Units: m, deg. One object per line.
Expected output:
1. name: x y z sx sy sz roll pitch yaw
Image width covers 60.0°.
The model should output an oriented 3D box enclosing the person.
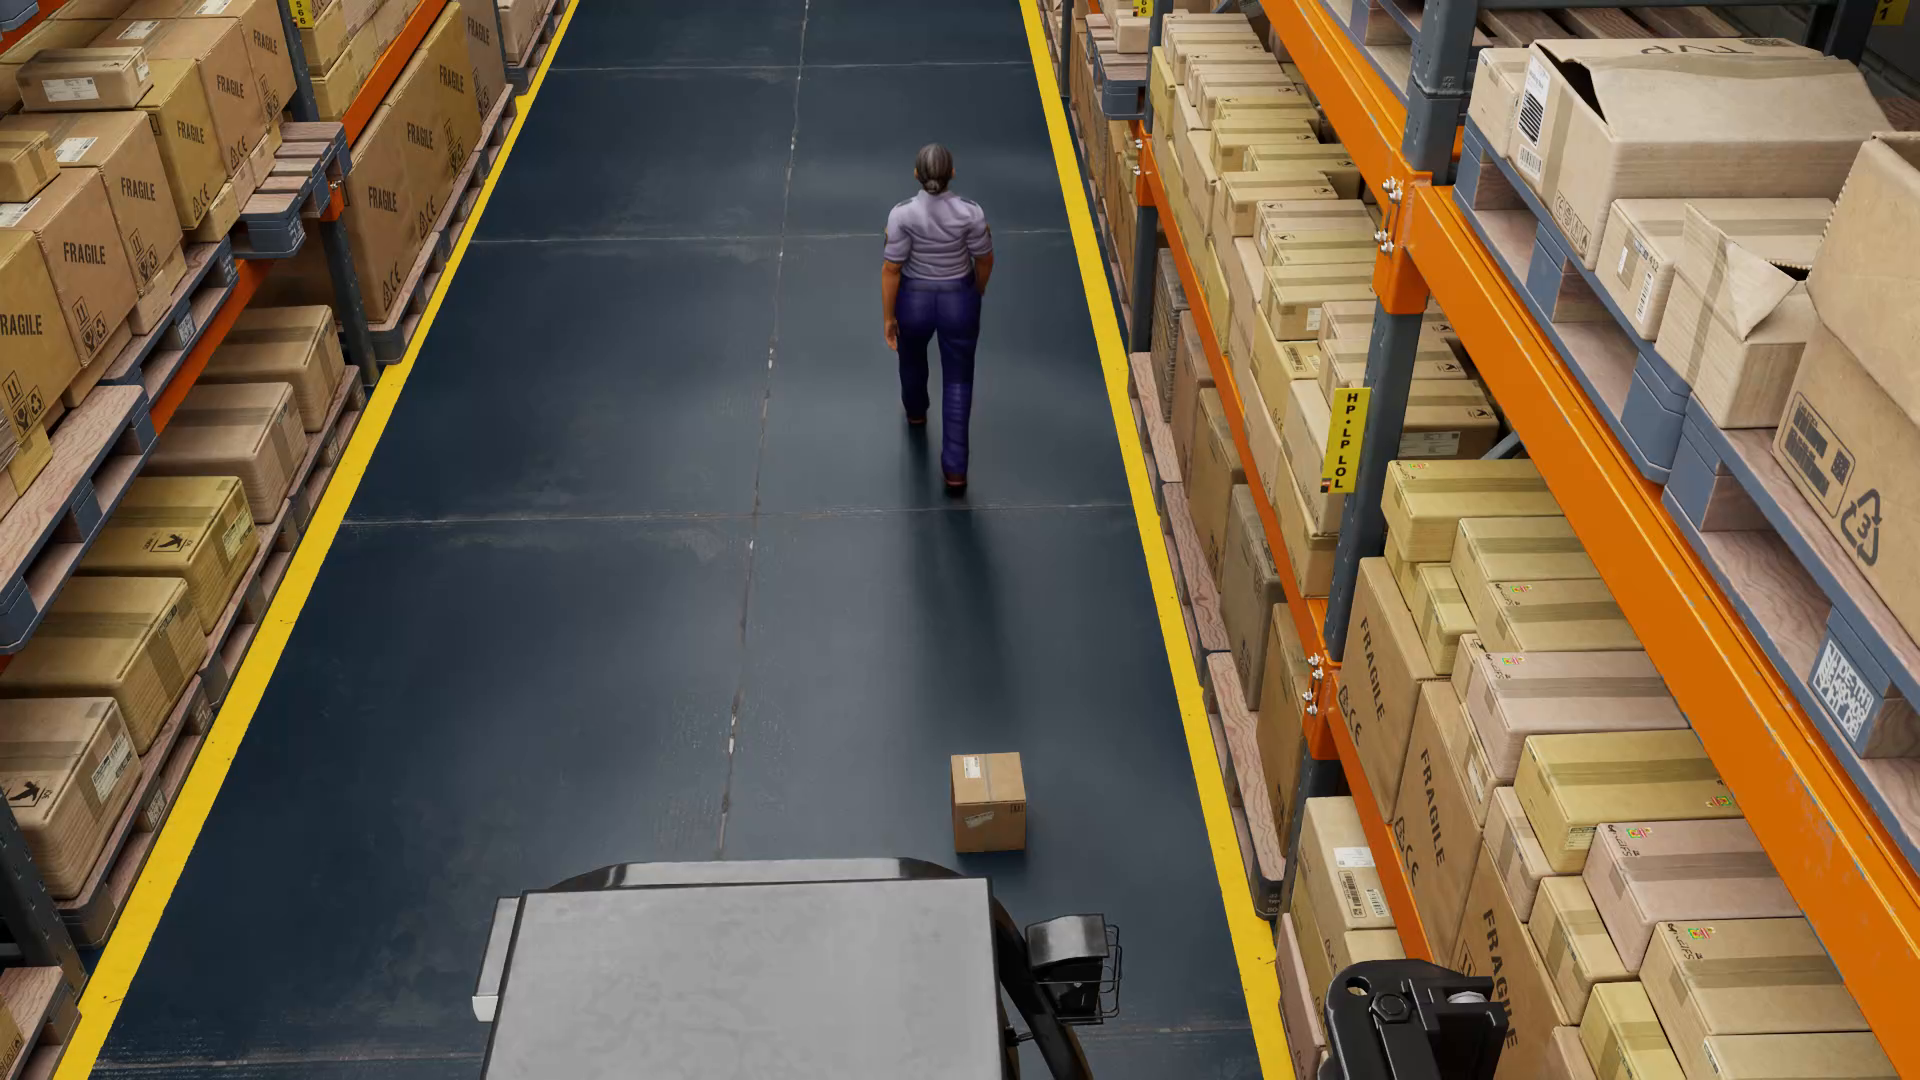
1. person: -0.097 -1.130 7.751 0.509 1.600 0.917 1 35 1
